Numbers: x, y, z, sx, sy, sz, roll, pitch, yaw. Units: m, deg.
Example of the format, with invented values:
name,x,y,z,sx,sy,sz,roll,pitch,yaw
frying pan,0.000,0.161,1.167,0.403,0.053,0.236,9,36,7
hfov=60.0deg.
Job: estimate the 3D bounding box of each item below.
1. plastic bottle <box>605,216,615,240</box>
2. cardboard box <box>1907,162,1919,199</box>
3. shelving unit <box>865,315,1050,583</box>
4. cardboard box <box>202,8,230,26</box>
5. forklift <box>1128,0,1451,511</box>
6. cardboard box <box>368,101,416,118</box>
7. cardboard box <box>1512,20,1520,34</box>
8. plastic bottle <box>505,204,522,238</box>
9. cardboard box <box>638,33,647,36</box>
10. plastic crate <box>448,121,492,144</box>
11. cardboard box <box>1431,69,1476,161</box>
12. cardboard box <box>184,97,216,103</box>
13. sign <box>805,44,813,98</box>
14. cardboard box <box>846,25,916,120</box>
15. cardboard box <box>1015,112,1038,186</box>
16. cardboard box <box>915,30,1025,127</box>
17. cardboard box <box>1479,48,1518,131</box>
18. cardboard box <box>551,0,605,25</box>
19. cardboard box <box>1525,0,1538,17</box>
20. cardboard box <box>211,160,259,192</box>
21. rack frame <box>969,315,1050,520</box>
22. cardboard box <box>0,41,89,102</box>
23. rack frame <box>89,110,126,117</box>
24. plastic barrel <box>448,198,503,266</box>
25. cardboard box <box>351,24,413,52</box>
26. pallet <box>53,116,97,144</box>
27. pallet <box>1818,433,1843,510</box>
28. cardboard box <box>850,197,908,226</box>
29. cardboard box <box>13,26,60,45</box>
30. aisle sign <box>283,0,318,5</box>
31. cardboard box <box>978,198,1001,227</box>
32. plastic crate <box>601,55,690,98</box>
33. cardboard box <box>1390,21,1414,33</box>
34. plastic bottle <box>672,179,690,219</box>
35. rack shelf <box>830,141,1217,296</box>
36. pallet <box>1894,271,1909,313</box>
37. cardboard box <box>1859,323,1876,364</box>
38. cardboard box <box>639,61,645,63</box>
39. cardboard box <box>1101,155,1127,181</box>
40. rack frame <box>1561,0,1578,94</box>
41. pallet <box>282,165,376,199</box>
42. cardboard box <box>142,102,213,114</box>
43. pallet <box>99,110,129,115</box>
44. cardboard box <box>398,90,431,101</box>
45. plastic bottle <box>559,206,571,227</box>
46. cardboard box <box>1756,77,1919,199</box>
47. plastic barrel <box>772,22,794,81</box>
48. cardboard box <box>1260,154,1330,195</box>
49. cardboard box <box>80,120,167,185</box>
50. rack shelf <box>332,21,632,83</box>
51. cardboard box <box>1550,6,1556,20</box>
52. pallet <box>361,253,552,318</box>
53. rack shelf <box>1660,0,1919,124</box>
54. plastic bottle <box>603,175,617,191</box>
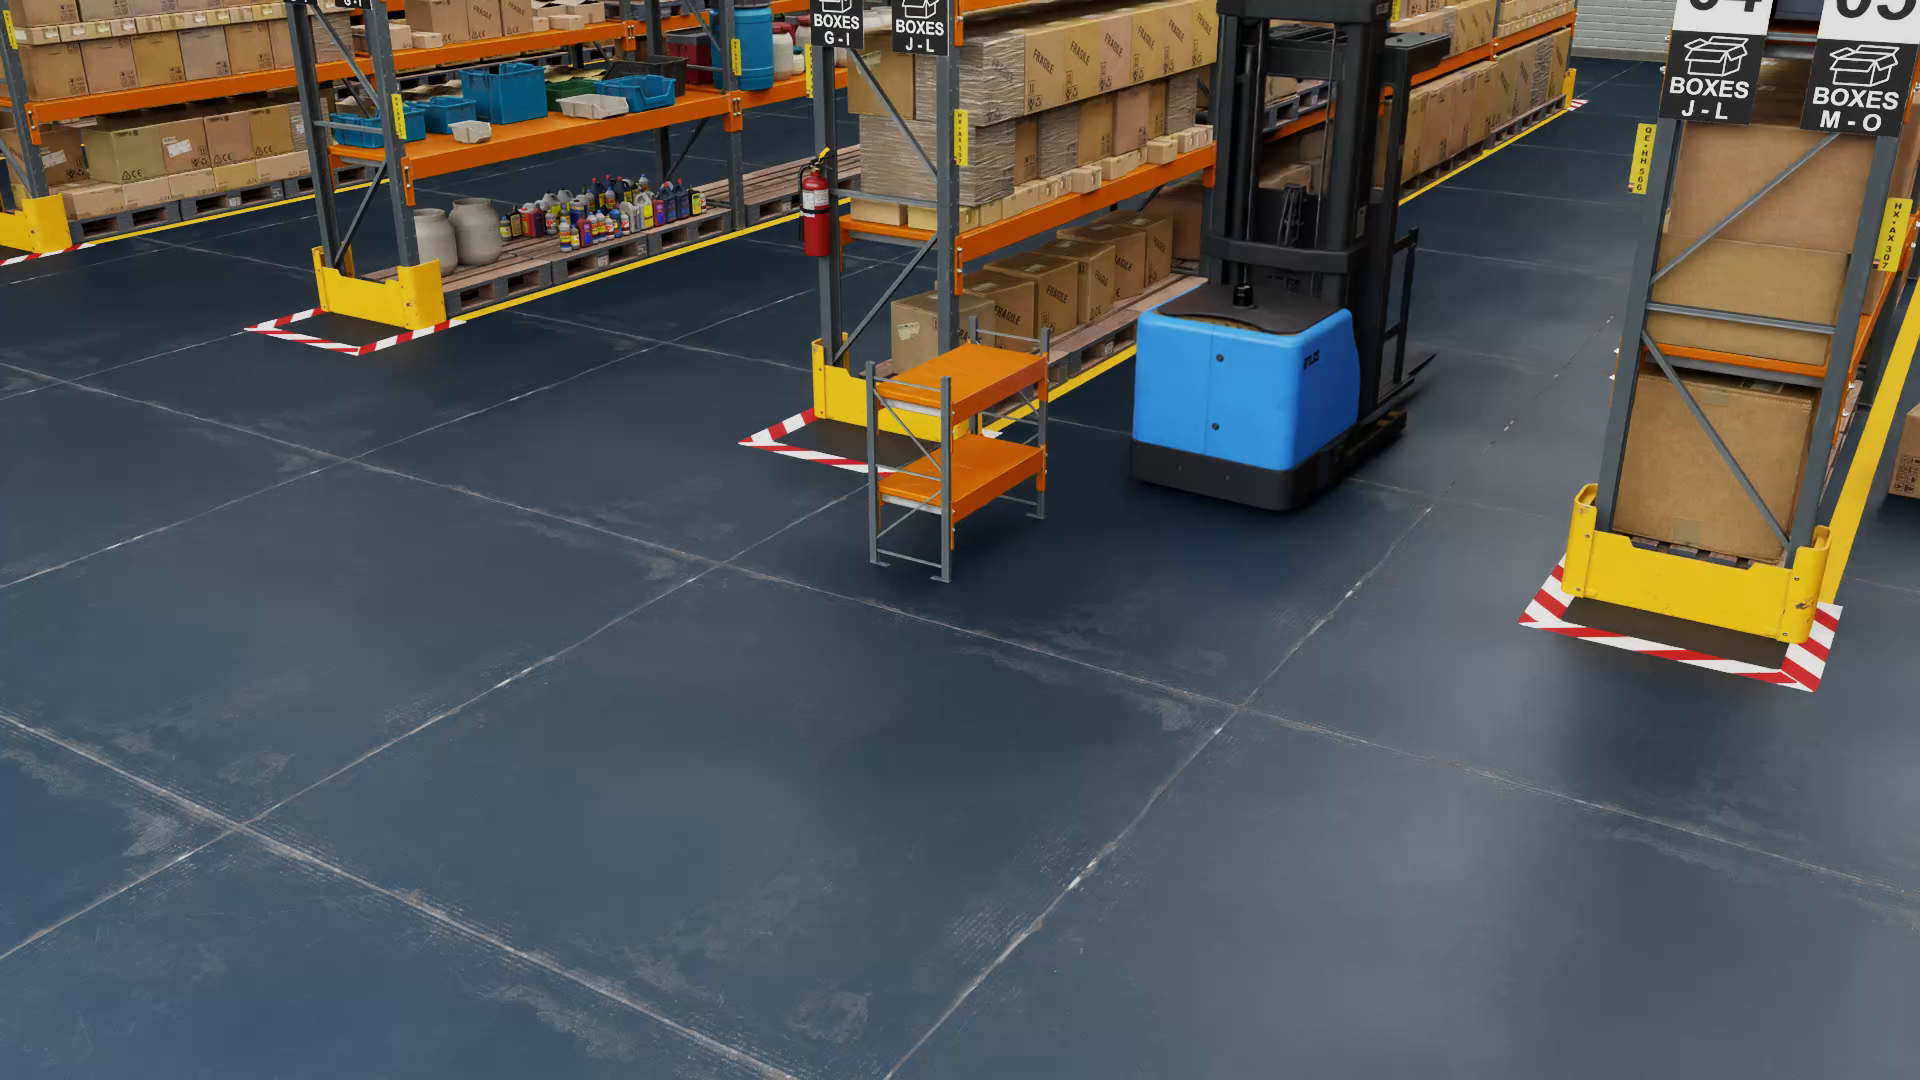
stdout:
name,x,y,z,sx,sy,sz,roll,pitch,yaw
plastic bottle,-3.159,-2.808,14.930,0.097,0.201,0.097,0,23,0
cardboard box,5.357,-2.151,10.255,0.875,0.550,0.550,14,27,29
shelving unit,0.004,-0.518,9.032,0.538,1.125,1.048,14,27,29
cardboard box,-7.533,-5.239,16.633,0.380,0.149,0.250,15,28,31
forklift,2.246,-2.045,10.284,1.130,2.935,3.031,15,27,31
cardboard box,-6.333,-4.826,18.849,0.500,0.311,0.500,14,27,29
cardboard box,6.587,-6.266,20.264,0.380,0.149,0.250,15,28,31
plastic bottle,-4.024,-2.871,14.973,0.061,0.283,0.133,15,27,30
cardboard box,-5.731,-8.906,28.664,0.700,0.500,0.500,15,27,30
plastic crate,-3.921,-3.275,13.371,0.298,0.136,0.250,14,27,29
cardboard box,5.080,-4.869,18.867,1.225,0.875,0.875,13,27,27
cardboard box,-10.369,-6.079,22.109,0.700,0.500,0.500,13,27,28
sign,-0.919,-2.923,10.370,0.100,0.325,0.005,14,27,29
cardboard box,-0.378,-3.002,10.650,0.500,0.500,0.500,14,27,29
cardboard box,0.017,-2.679,11.163,0.875,0.500,0.500,14,27,29
cardboard box,0.063,-2.893,10.398,0.500,0.500,0.500,14,27,29
cardboard box,6.287,-5.597,20.549,0.875,0.875,0.875,14,27,29
cardboard box,-4.882,-6.746,21.170,0.500,0.311,0.500,16,28,32
cardboard box,6.877,-6.687,20.737,0.500,0.250,0.500,15,27,30
cardboard box,-7.608,-3.772,17.119,0.500,0.250,0.500,14,27,29
rack frame,0.272,-0.690,9.428,0.500,1.125,0.032,14,27,29
cardboard box,-8.615,-4.401,15.515,0.700,0.500,0.500,14,27,29
rack frame,-10.973,-6.587,20.691,1.000,3.000,0.127,14,27,29
plastic barrel,-4.120,-2.619,14.128,0.421,0.512,0.421,0,23,0
cardboard box,-6.540,-5.657,18.730,0.500,0.250,0.500,16,28,32
pallet,-11.297,-5.074,20.704,1.003,0.211,1.213,14,27,29
pallet,4.702,-0.466,10.062,1.003,0.211,1.213,14,27,29
cardboard box,-0.484,-2.147,10.751,0.380,0.149,0.250,14,27,29
cardboard box,-8.483,-4.631,15.230,0.380,0.149,0.250,14,27,29
aisle sign,-4.957,-4.392,12.348,0.394,0.787,0.004,14,27,29
cardboard box,0.043,-2.134,10.721,0.380,0.149,0.250,14,27,29
plastic crate,-2.941,-4.333,15.561,0.767,0.338,0.504,14,27,29
cardboard box,4.249,-4.976,16.843,0.500,0.500,0.500,15,27,30
plastic bottle,-2.651,-3.220,15.692,0.144,0.351,0.185,13,27,28
rack shelf,0.596,-2.468,12.081,1.077,0.370,4.000,14,27,29
pallet,7.442,-2.220,14.112,1.003,0.211,1.213,14,27,29
cardboard box,6.063,-1.788,11.909,1.050,0.750,0.750,14,27,29
cardboard box,-4.170,-6.049,22.040,0.500,0.500,0.500,15,28,31
cardboard box,0.984,-2.721,12.075,0.380,0.149,0.250,14,27,29
rack frame,7.981,-7.523,22.853,1.000,3.000,0.127,14,27,29
pallet,-7.218,-4.011,18.250,1.003,0.211,1.213,14,27,29
cardboard box,-8.063,-4.228,17.229,0.500,0.500,0.500,14,27,29
pallet,-10.564,-5.571,21.852,1.003,0.211,1.213,14,27,29
cardboard box,-6.523,-5.112,19.510,0.500,0.311,0.500,15,27,30
plastic bottle,-3.631,-2.963,15.287,0.097,0.201,0.097,0,23,0
cardboard box,4.553,-2.097,8.769,0.875,0.550,0.550,14,27,29
plastic barrel,-1.865,-4.850,16.508,0.433,0.535,0.433,0,23,0
cardboard box,3.143,-3.458,16.054,0.700,0.500,0.500,11,26,25
cardboard box,-8.139,-3.779,16.192,0.500,0.500,0.500,14,27,29
rack shelf,-5.708,-5.895,19.998,1.077,0.370,4.000,14,27,29
cardboard box,7.536,-6.874,21.669,0.380,0.149,0.250,13,27,28
pallet,-4.233,-2.190,14.043,1.003,0.211,1.213,14,27,29
rack shelf,4.757,-2.771,9.005,1.077,0.370,4.000,14,27,29
plastic bottle,-3.335,-3.312,15.905,0.144,0.351,0.185,15,27,30
